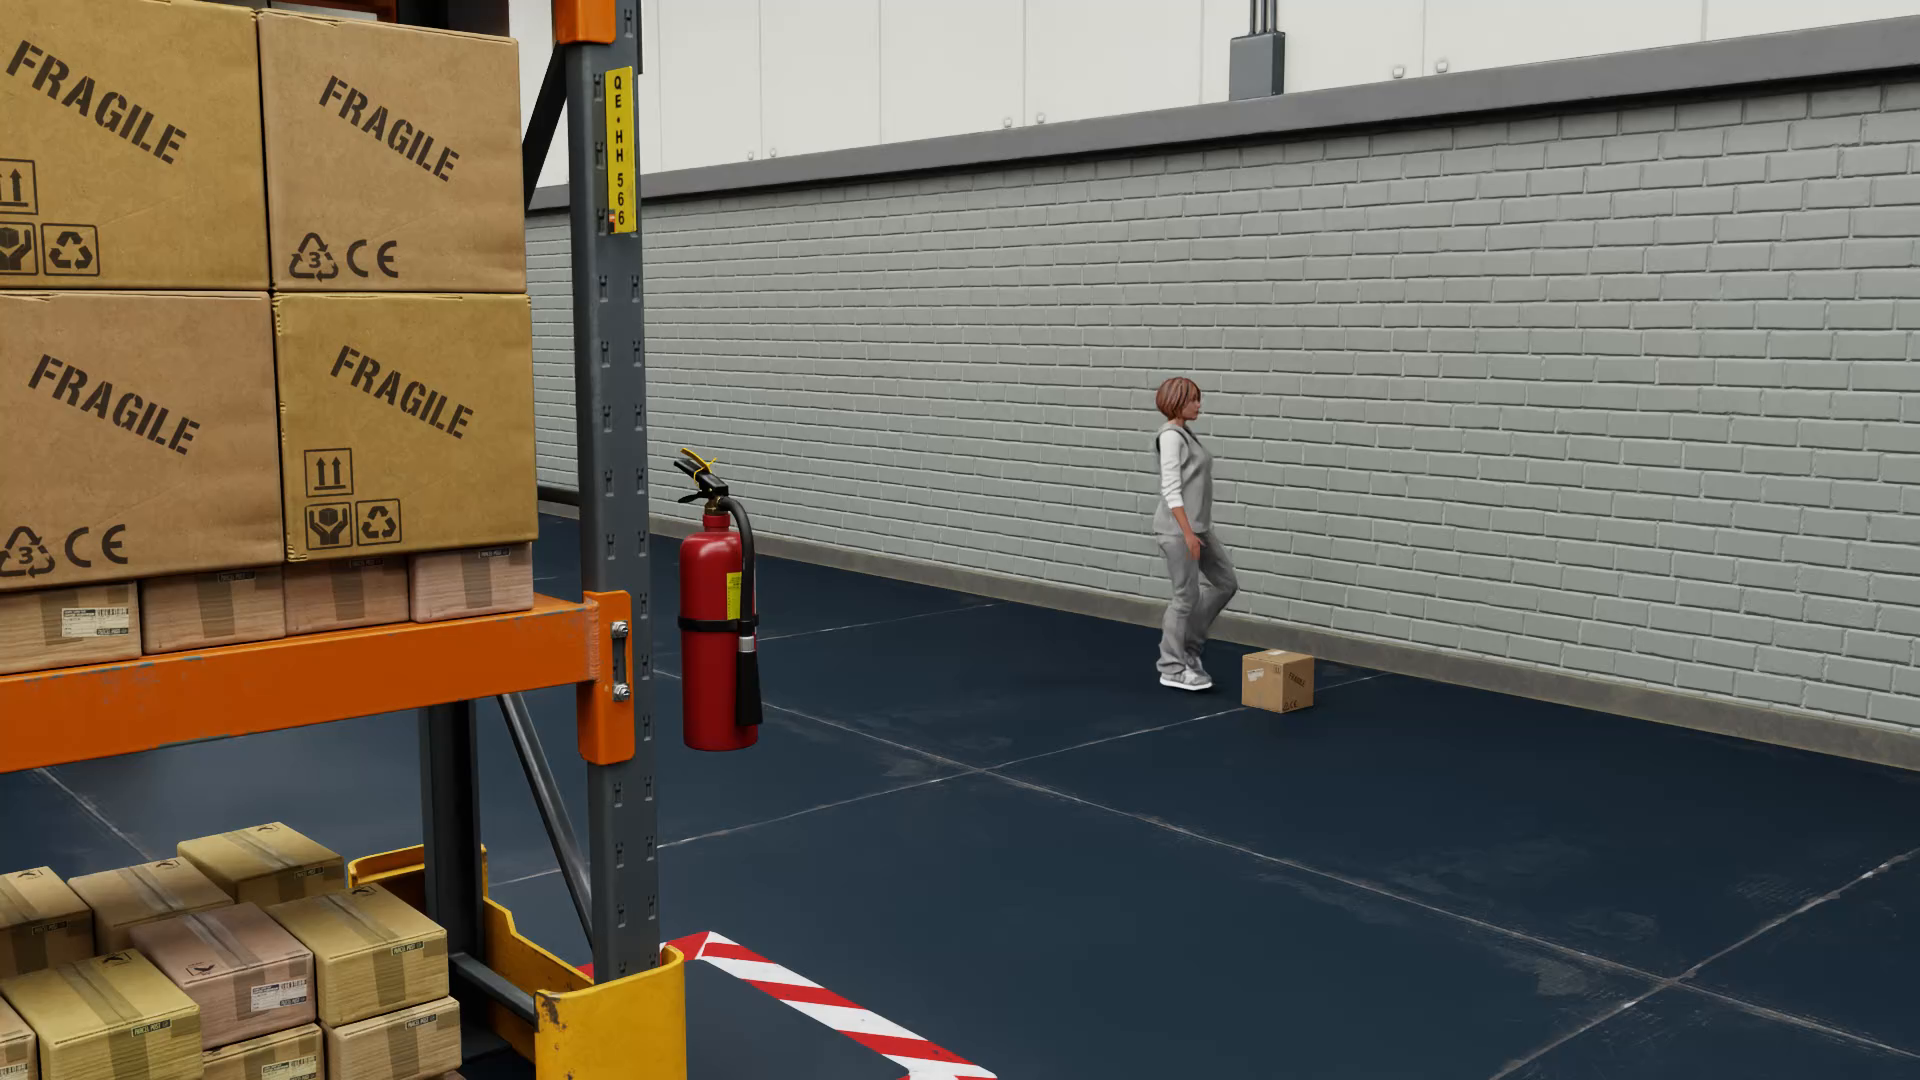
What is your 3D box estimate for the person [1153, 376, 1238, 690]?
[{"bbox_3d":[1.185,-0.023,8.442,0.408,1.604,0.466,3,8,21],"label":"person"}]
